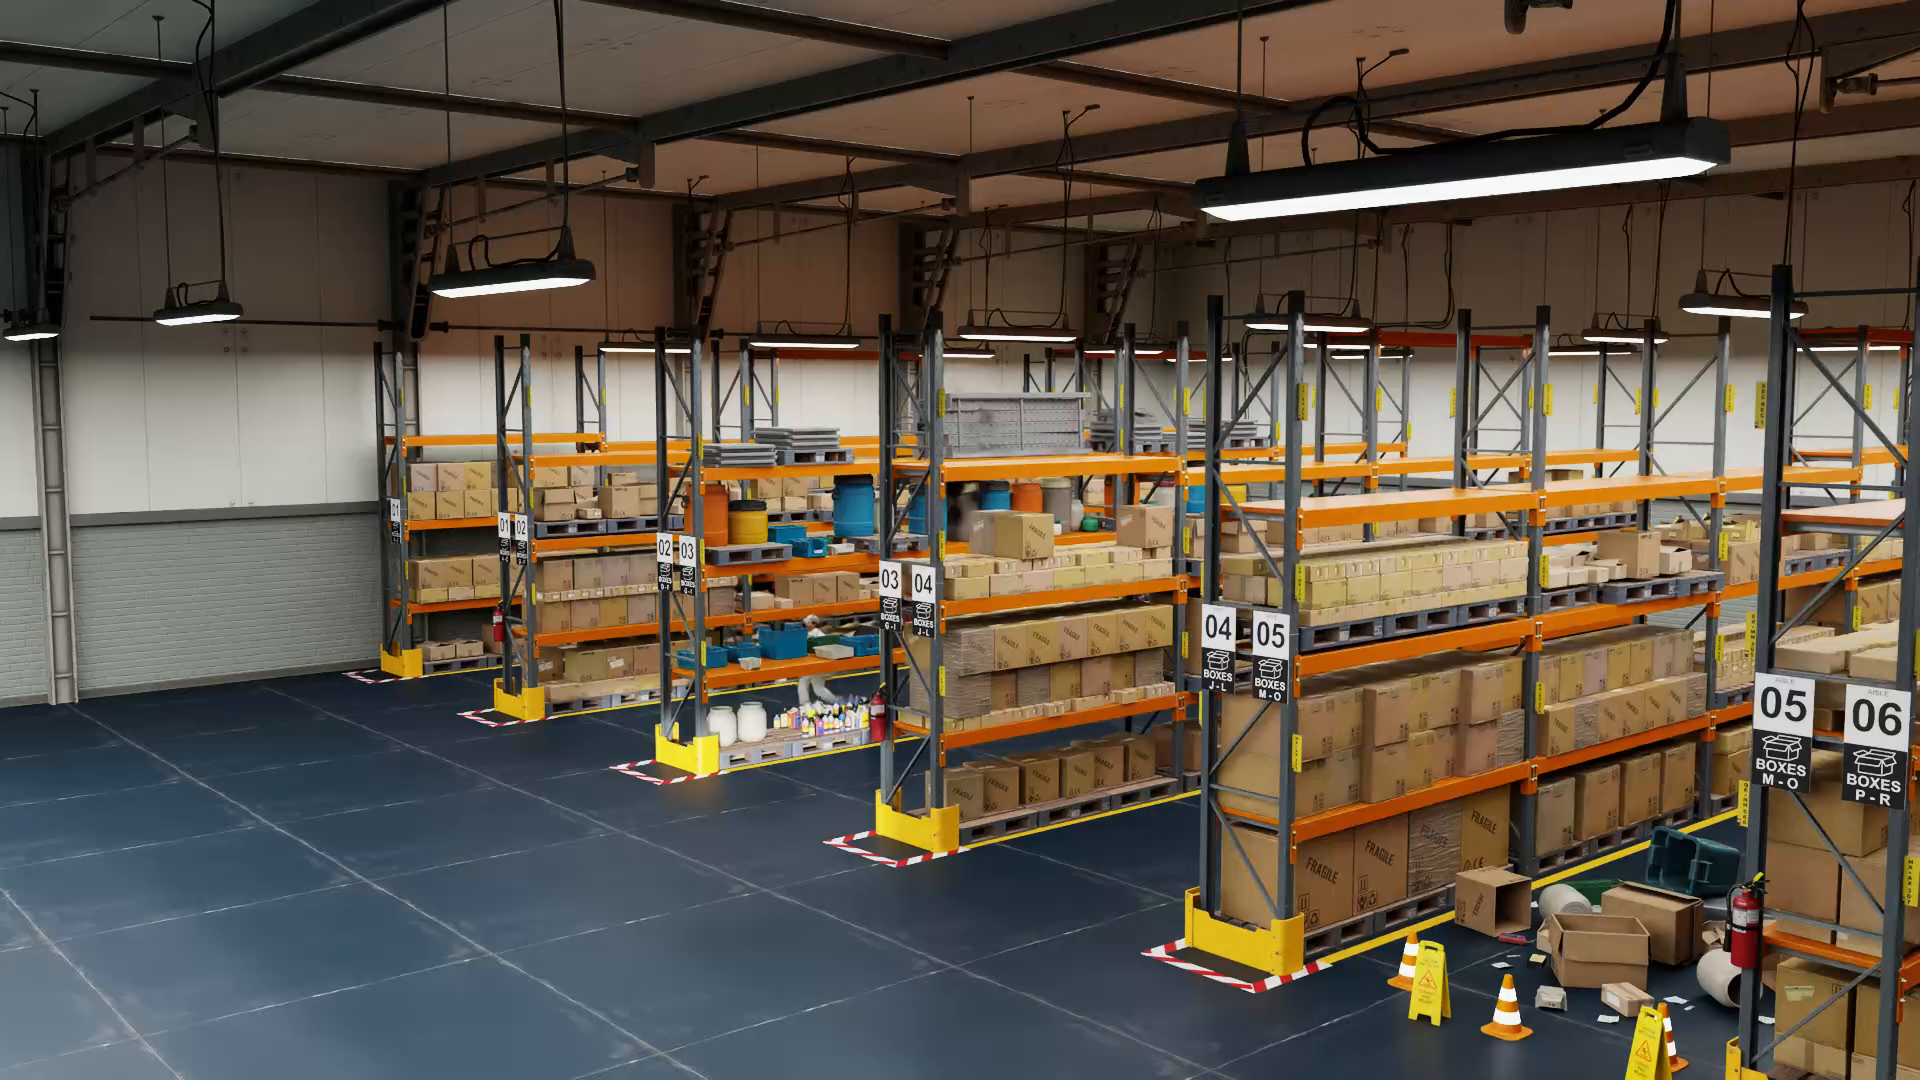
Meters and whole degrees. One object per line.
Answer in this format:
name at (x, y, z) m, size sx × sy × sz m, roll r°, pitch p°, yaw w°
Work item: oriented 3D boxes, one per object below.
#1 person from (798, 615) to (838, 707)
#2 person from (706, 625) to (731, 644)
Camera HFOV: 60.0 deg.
person at (-2.246, 1.995, 25.810) m, size 0.823 × 1.667 × 0.593 m, roll -5°, pitch 7°, yaw -42°
person at (-4.400, 1.510, 30.639) m, size 0.875 × 1.829 × 0.686 m, roll -4°, pitch 7°, yaw -38°
